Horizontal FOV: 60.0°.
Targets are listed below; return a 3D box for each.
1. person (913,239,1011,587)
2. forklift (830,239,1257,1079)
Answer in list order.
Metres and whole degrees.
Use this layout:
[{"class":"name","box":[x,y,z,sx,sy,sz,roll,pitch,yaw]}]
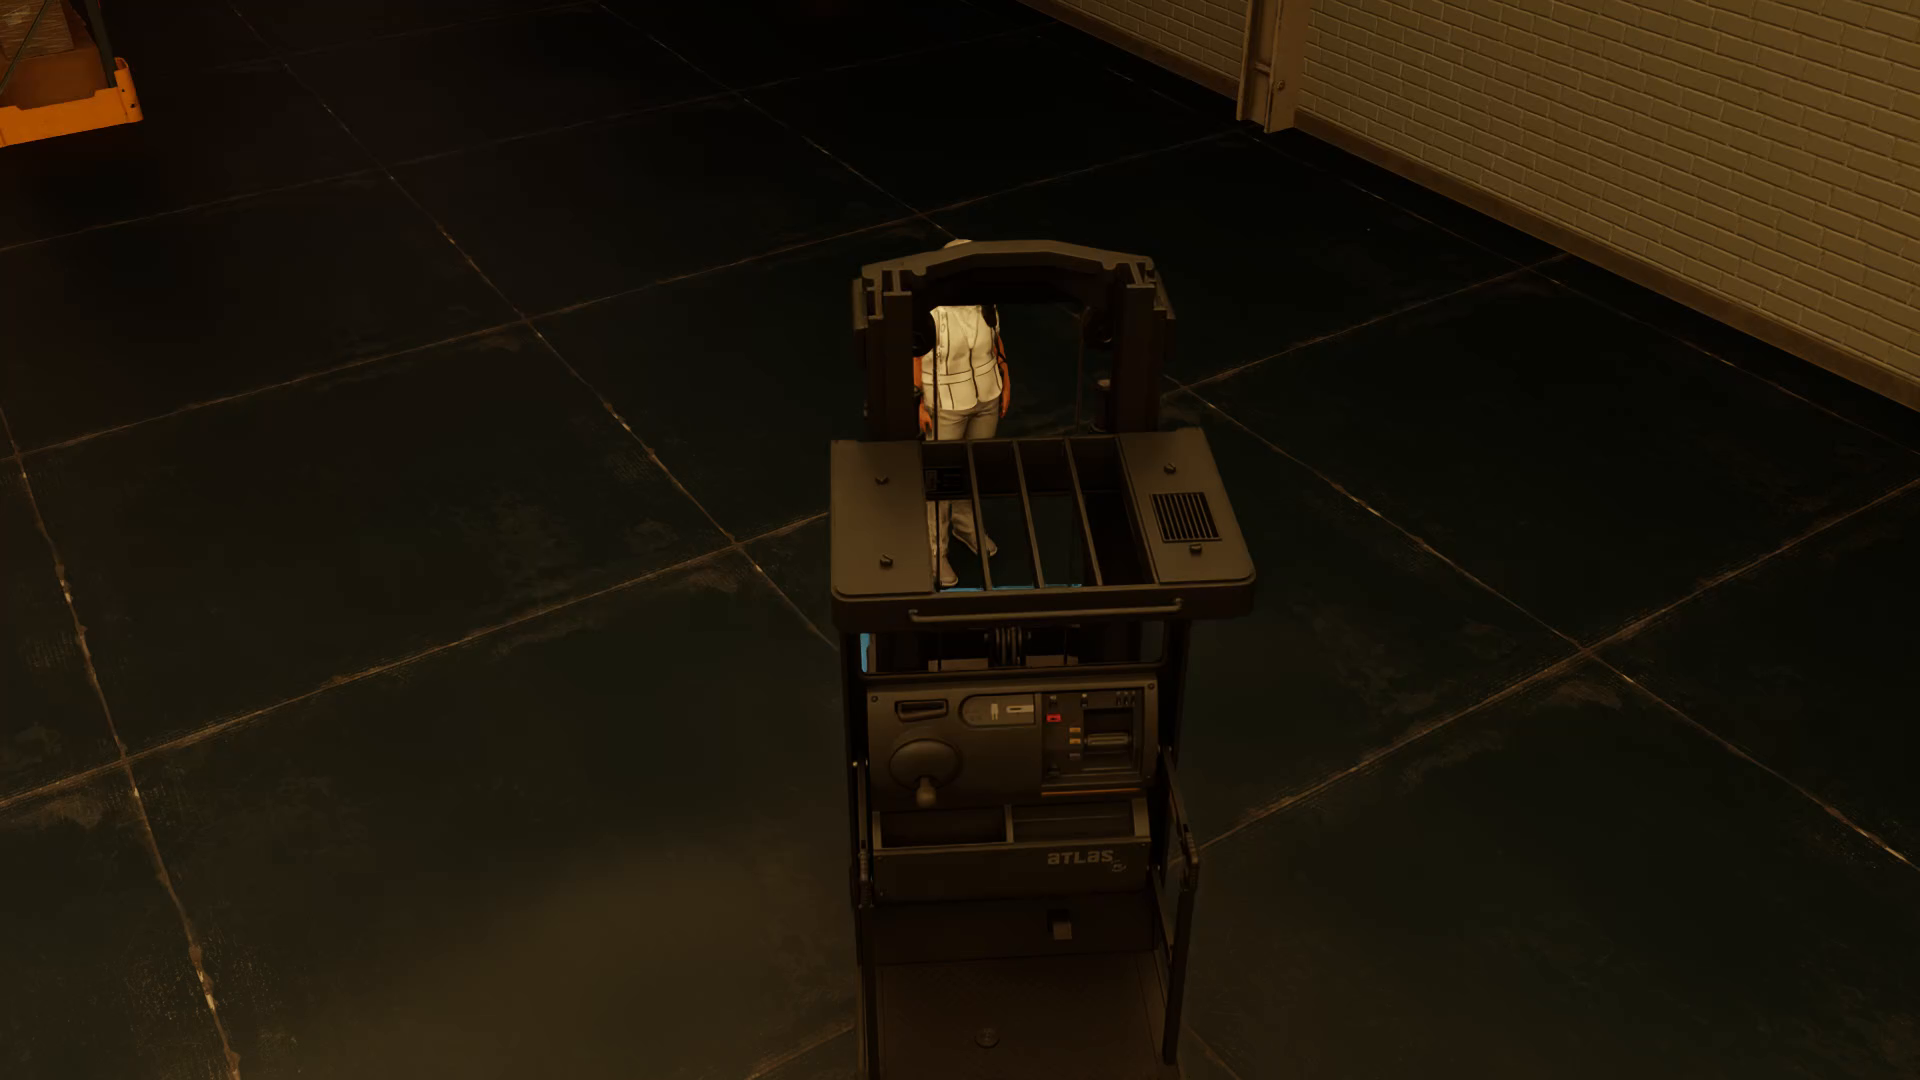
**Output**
[{"class":"person","box":[0.023,-0.644,8.151,0.599,1.670,0.529,-21,40,-27]},{"class":"forklift","box":[0.188,0.706,5.143,1.130,2.935,3.031,-2,35,-3]}]
